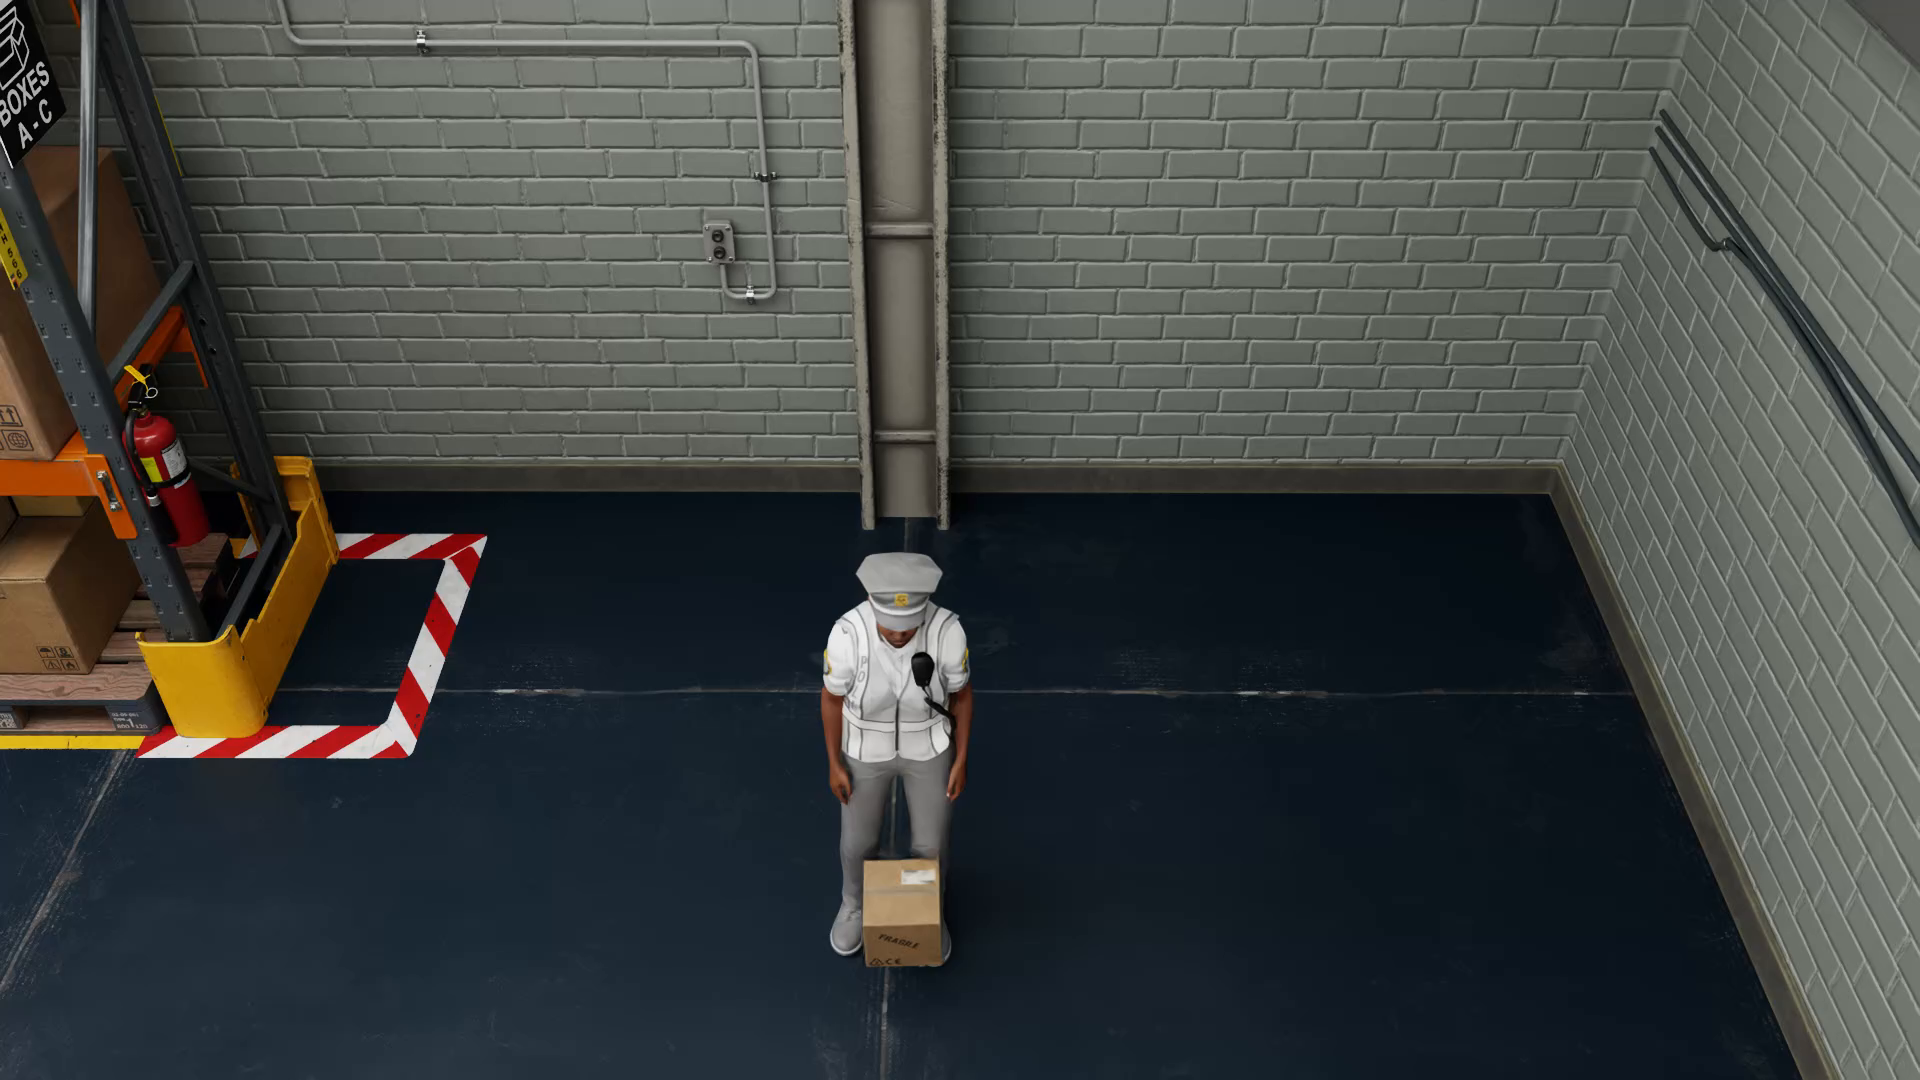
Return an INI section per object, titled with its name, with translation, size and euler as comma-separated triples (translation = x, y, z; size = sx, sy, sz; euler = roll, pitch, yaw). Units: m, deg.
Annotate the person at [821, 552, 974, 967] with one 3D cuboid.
[person]
translation = -0.204, 0.697, 5.316
size = 0.498, 1.665, 0.424
euler = -1, 40, -1
